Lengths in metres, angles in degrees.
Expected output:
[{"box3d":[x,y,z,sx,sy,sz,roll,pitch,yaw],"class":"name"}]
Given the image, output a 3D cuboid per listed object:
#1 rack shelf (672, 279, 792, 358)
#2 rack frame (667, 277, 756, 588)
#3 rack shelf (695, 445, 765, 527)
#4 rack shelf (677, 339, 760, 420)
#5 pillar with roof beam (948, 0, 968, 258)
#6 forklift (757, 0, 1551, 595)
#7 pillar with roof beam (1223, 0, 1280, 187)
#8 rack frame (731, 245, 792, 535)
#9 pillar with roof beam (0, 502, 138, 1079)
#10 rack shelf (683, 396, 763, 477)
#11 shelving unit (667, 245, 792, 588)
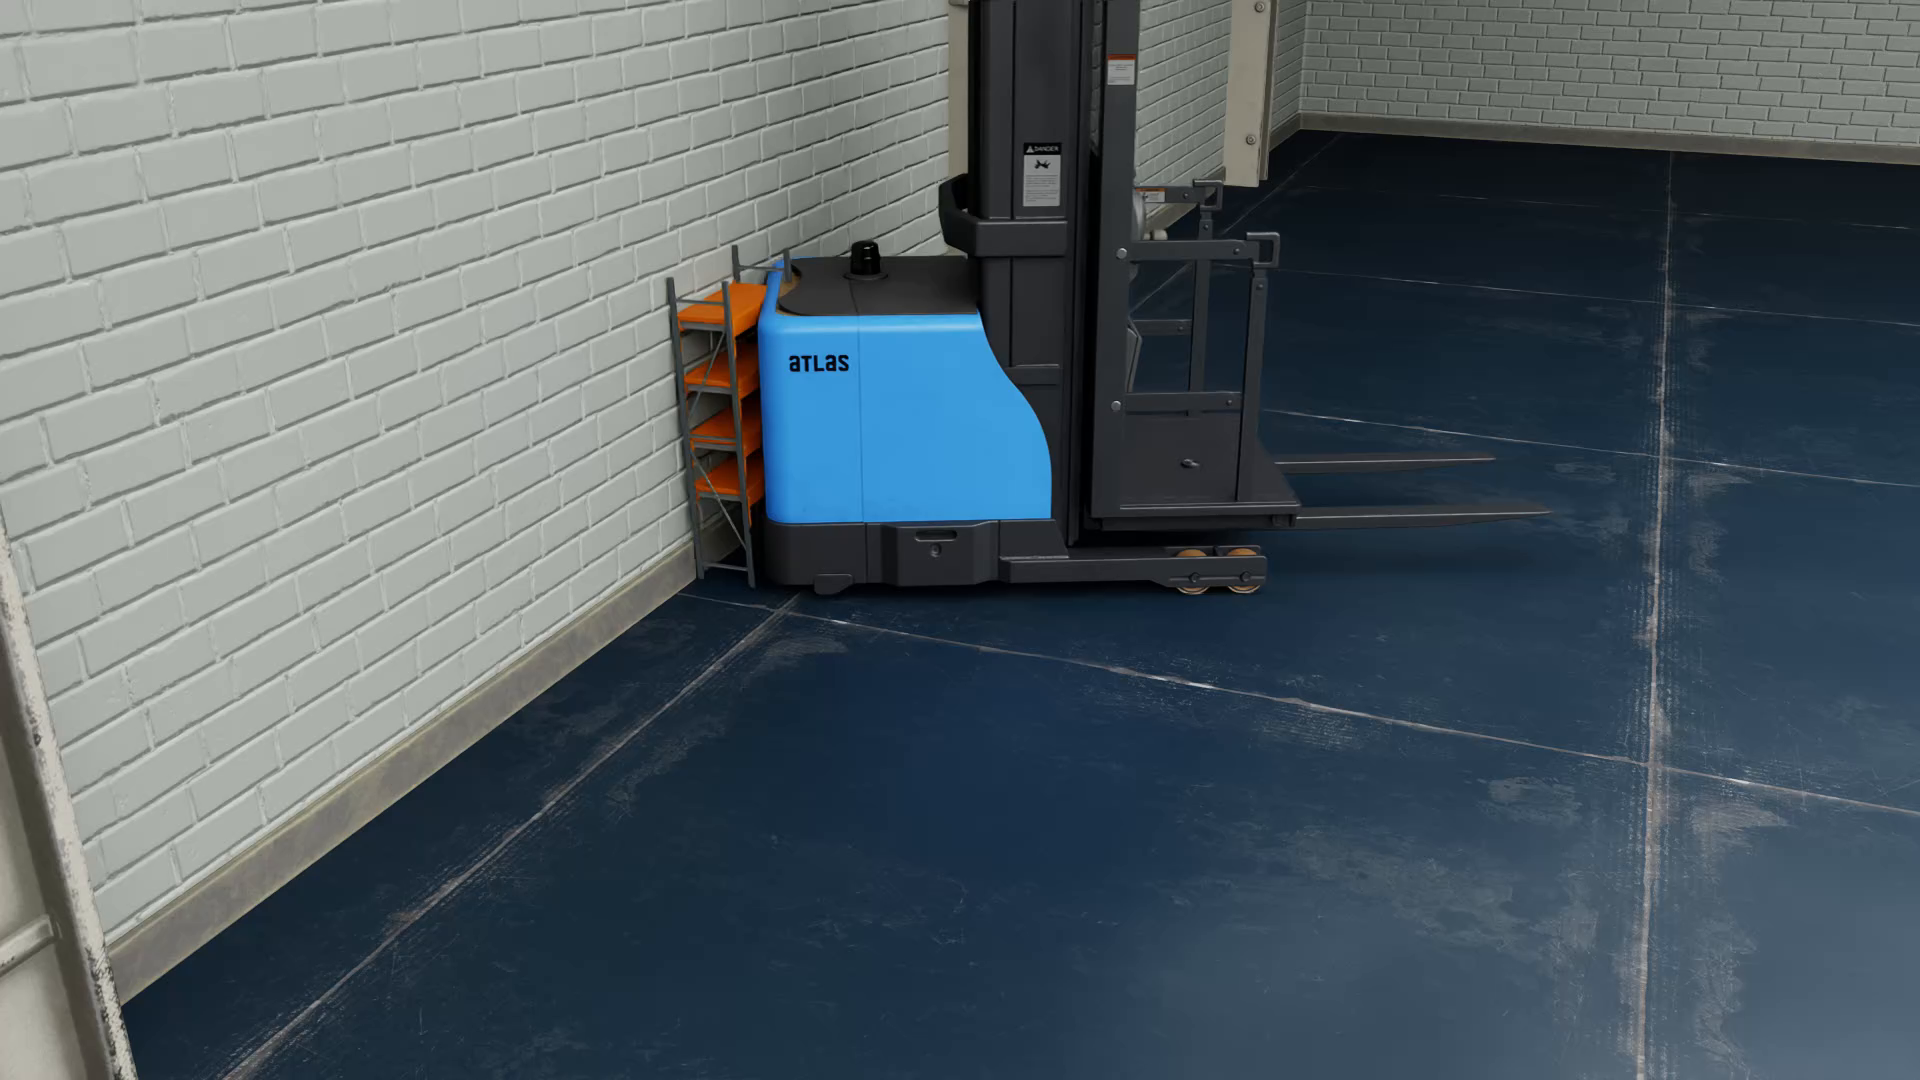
[{"box3d":[-0.836,-0.826,6.171,0.258,0.148,0.480,7,25,20],"class":"rack shelf"},{"box3d":[-0.910,-0.373,6.121,0.240,1.200,0.015,7,25,20],"class":"rack frame"},{"box3d":[-0.816,-0.224,6.436,0.258,0.148,0.480,7,25,20],"class":"rack shelf"},{"box3d":[-0.829,-0.610,6.266,0.258,0.148,0.480,7,25,20],"class":"rack shelf"},{"box3d":[4.151,-4.393,5.591,9.100,9.000,0.400,9,24,20],"class":"pillar with roof beam"},{"box3d":[0.759,-1.350,6.179,3.031,2.935,1.130,-1,23,-3],"class":"forklift"},{"box3d":[6.379,-6.540,10.732,9.100,9.000,0.400,9,24,20],"class":"pillar with roof beam"},{"box3d":[-0.738,-0.561,6.537,0.240,1.200,0.015,7,25,20],"class":"rack frame"},{"box3d":[1.922,-2.246,0.451,9.100,9.000,0.400,9,24,20],"class":"pillar with roof beam"},{"box3d":[-0.822,-0.405,6.356,0.258,0.148,0.480,7,25,20],"class":"rack shelf"},{"box3d":[-0.824,-0.467,6.329,0.258,1.200,0.503,7,25,20],"class":"shelving unit"}]
